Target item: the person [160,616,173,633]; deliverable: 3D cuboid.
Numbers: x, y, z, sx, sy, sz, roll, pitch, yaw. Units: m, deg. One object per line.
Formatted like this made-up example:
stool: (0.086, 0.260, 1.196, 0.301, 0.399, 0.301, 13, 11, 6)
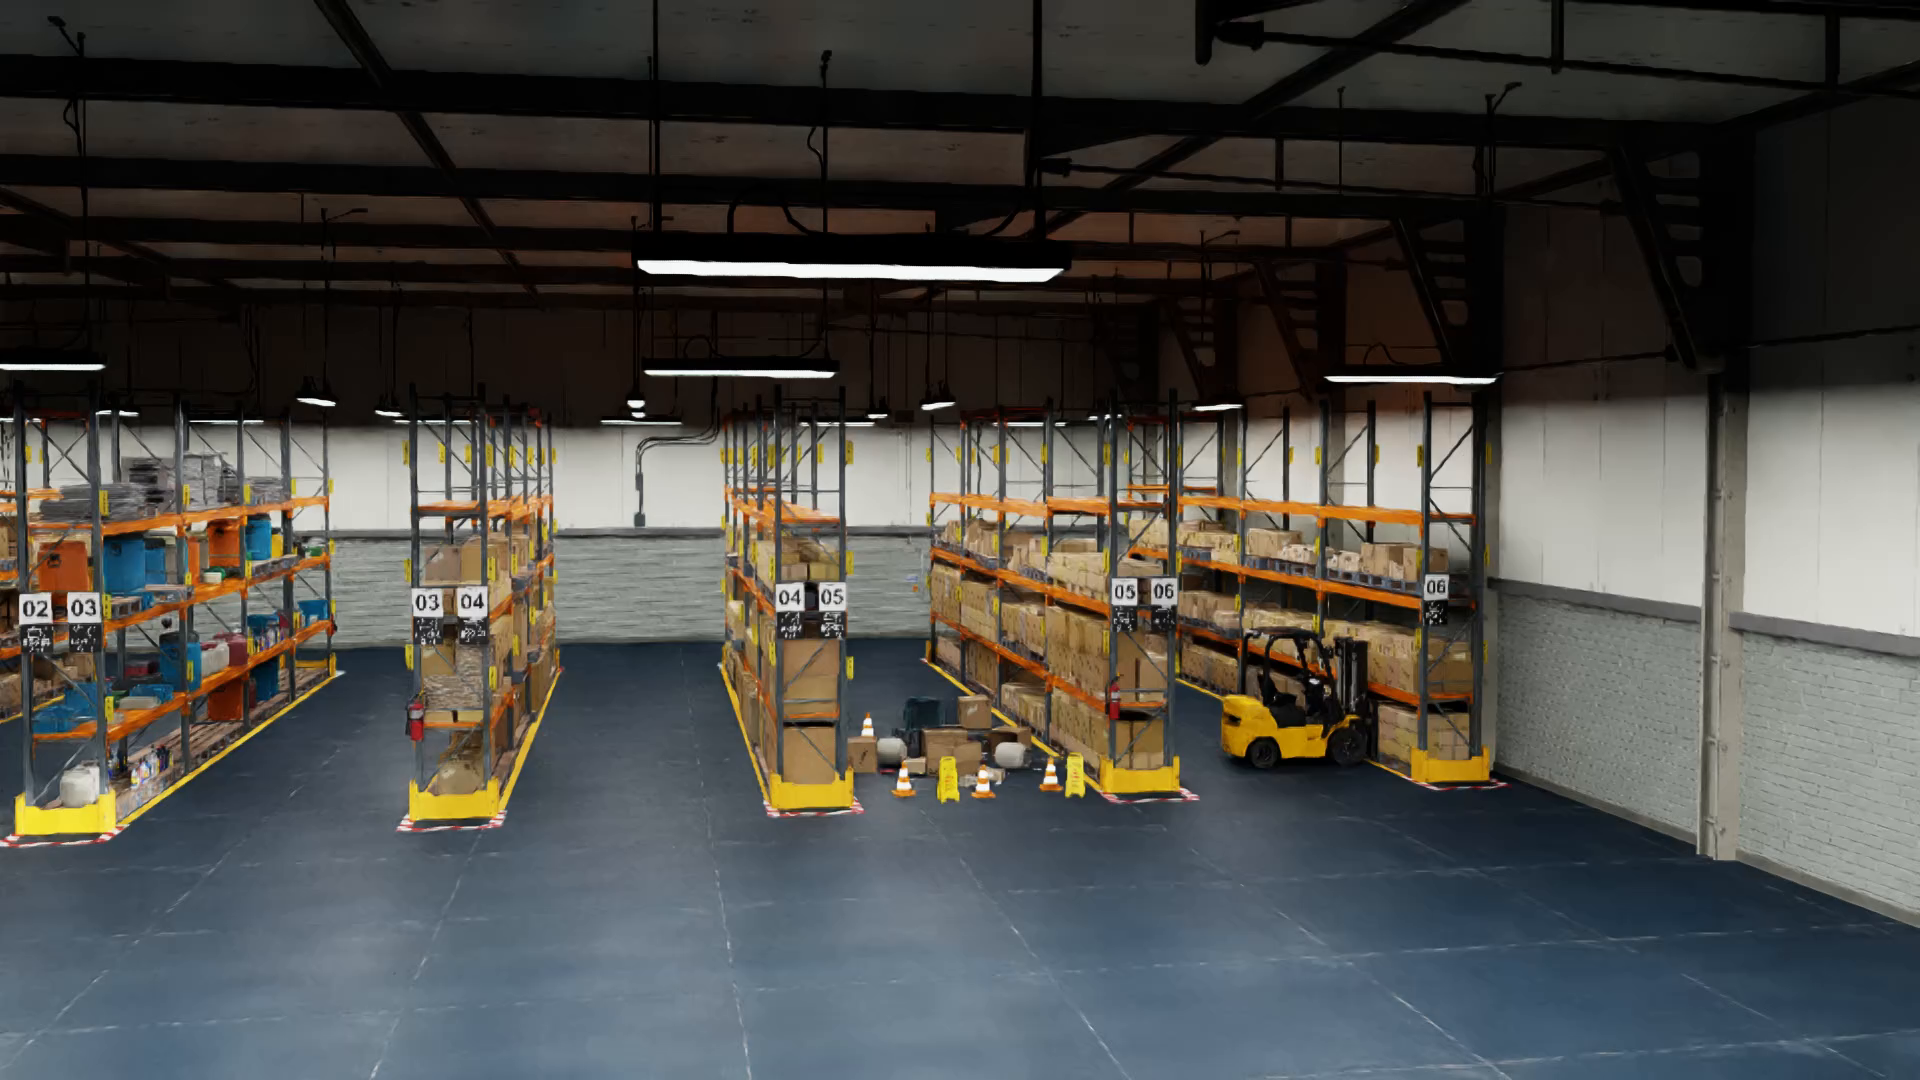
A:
person: (-16.319, 2.448, 34.311, 0.362, 1.727, 0.538, -2, 4, -37)
